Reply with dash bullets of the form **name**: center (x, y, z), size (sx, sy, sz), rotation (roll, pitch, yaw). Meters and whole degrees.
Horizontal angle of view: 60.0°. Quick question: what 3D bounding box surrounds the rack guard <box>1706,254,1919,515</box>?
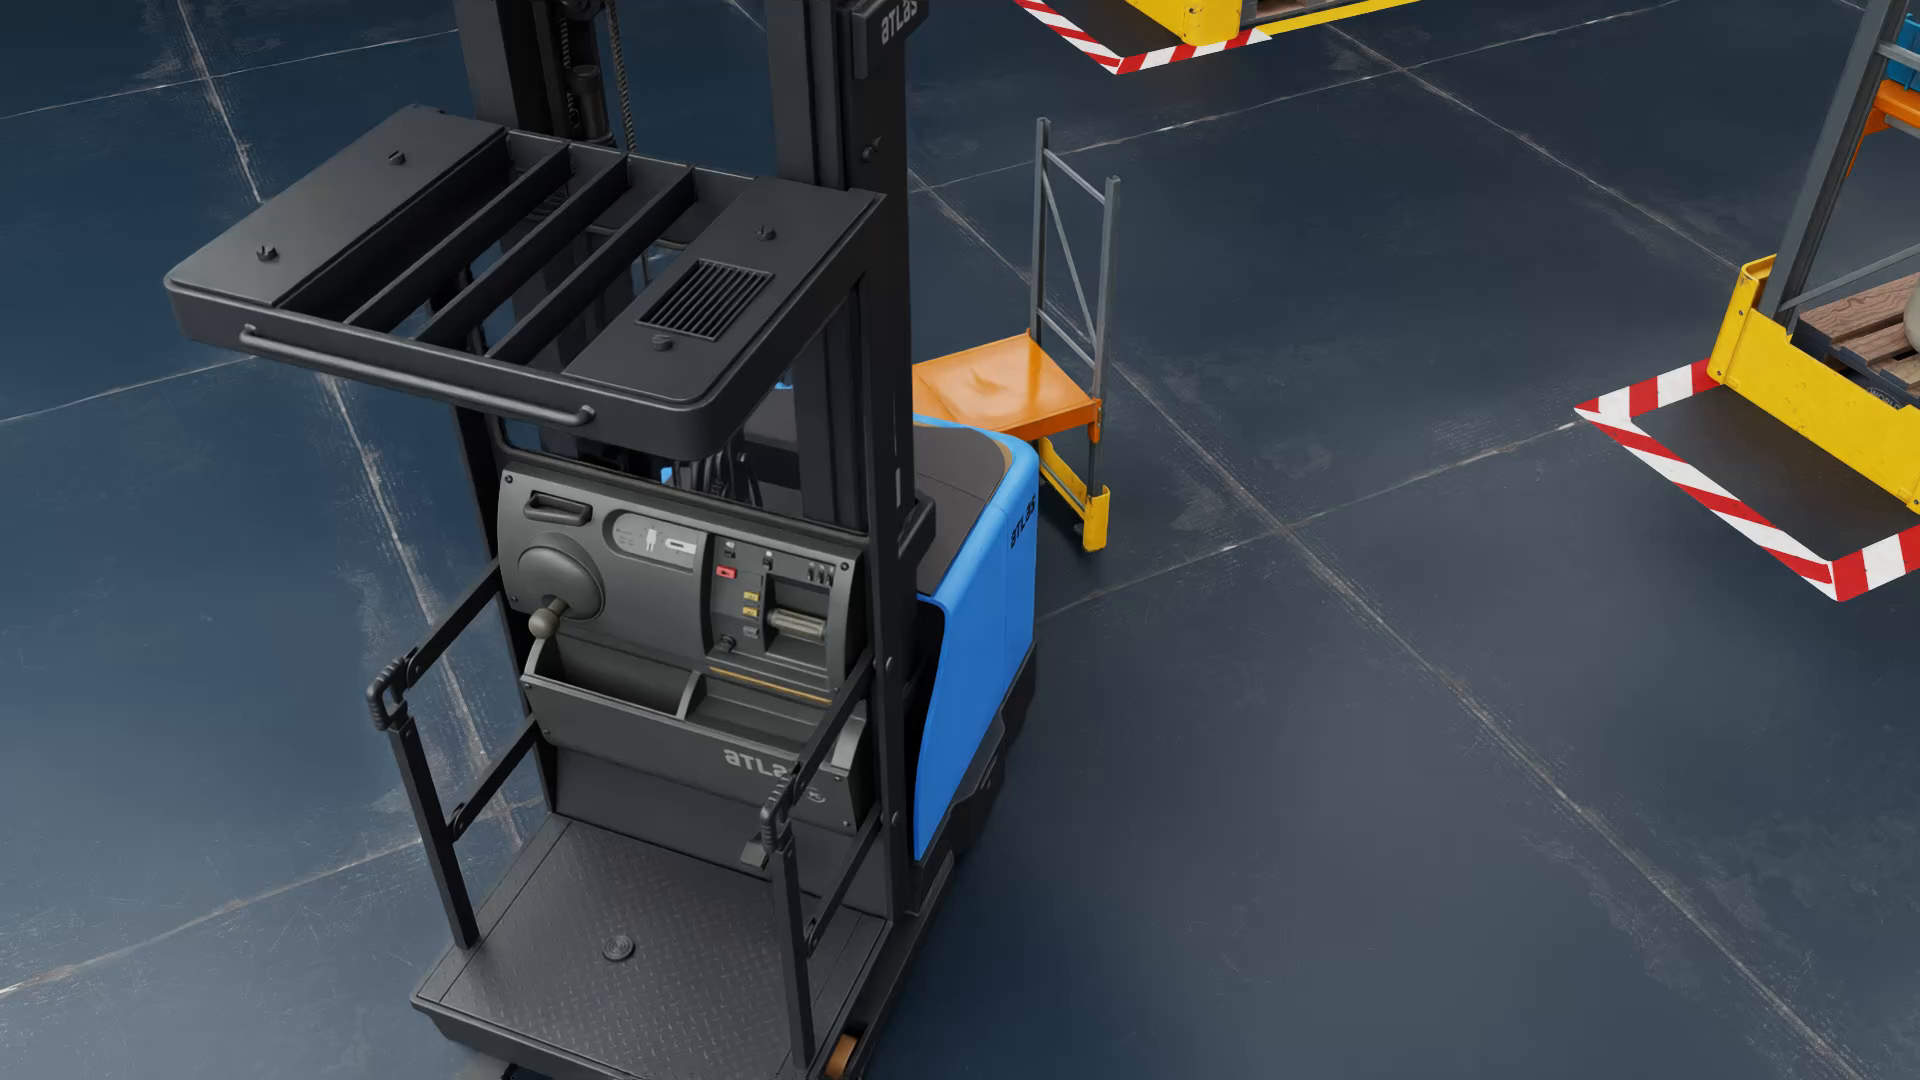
- **rack guard**: center (3.585, -0.636, 6.615), size (0.348, 0.500, 1.175), rotation (-19, 44, -21)

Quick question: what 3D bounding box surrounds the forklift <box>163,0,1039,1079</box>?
- **forklift**: center (-0.754, 0.180, 3.769), size (1.130, 2.935, 3.031), rotation (14, 42, 16)

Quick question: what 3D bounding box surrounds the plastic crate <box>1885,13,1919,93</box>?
- **plastic crate**: center (3.845, -1.805, 6.175), size (0.616, 0.251, 0.499), rotation (-19, 44, -21)

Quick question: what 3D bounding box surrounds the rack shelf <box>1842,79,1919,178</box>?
- **rack shelf**: center (5.313, -1.863, 6.686), size (4.000, 0.370, 1.077), rotation (-19, 44, -21)

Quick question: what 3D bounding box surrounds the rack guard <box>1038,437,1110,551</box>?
- **rack guard**: center (0.385, -0.231, 6.330), size (0.087, 0.250, 0.587), rotation (-18, 44, -20)

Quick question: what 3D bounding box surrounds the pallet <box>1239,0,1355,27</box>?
- **pallet**: center (1.913, -3.568, 10.302), size (1.213, 0.211, 1.003), rotation (-19, 44, -21)

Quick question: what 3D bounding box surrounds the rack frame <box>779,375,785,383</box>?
- **rack frame**: center (-0.520, -0.410, 5.574), size (0.032, 1.500, 0.500), rotation (-18, 44, -20)

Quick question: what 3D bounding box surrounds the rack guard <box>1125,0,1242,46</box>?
- **rack guard**: center (1.233, -3.419, 9.902), size (0.348, 0.500, 1.175), rotation (-19, 44, -21)

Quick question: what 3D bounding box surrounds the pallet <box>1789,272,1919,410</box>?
- **pallet**: center (4.308, -0.765, 6.991), size (1.213, 0.211, 1.003), rotation (-19, 44, -21)

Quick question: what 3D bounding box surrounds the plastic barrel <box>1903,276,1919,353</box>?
- **plastic barrel**: center (4.087, -0.991, 6.700), size (0.421, 0.512, 0.421), rotation (0, 40, 0)

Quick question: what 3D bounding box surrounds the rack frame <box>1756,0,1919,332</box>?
- **rack frame**: center (3.539, -1.541, 5.748), size (0.127, 3.000, 1.000), rotation (-19, 44, -21)

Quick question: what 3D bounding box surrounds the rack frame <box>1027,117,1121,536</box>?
- **rack frame**: center (0.386, -0.709, 5.926), size (0.032, 1.500, 0.500), rotation (-18, 44, -20)

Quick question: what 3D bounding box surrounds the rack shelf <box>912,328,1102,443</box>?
- **rack shelf**: center (-0.067, -0.422, 5.866), size (1.000, 0.185, 0.538), rotation (-18, 44, -20)

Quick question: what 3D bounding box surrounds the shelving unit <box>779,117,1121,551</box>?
- **shelving unit**: center (-0.059, -0.562, 5.753), size (1.083, 1.500, 0.587), rotation (-18, 44, -20)
